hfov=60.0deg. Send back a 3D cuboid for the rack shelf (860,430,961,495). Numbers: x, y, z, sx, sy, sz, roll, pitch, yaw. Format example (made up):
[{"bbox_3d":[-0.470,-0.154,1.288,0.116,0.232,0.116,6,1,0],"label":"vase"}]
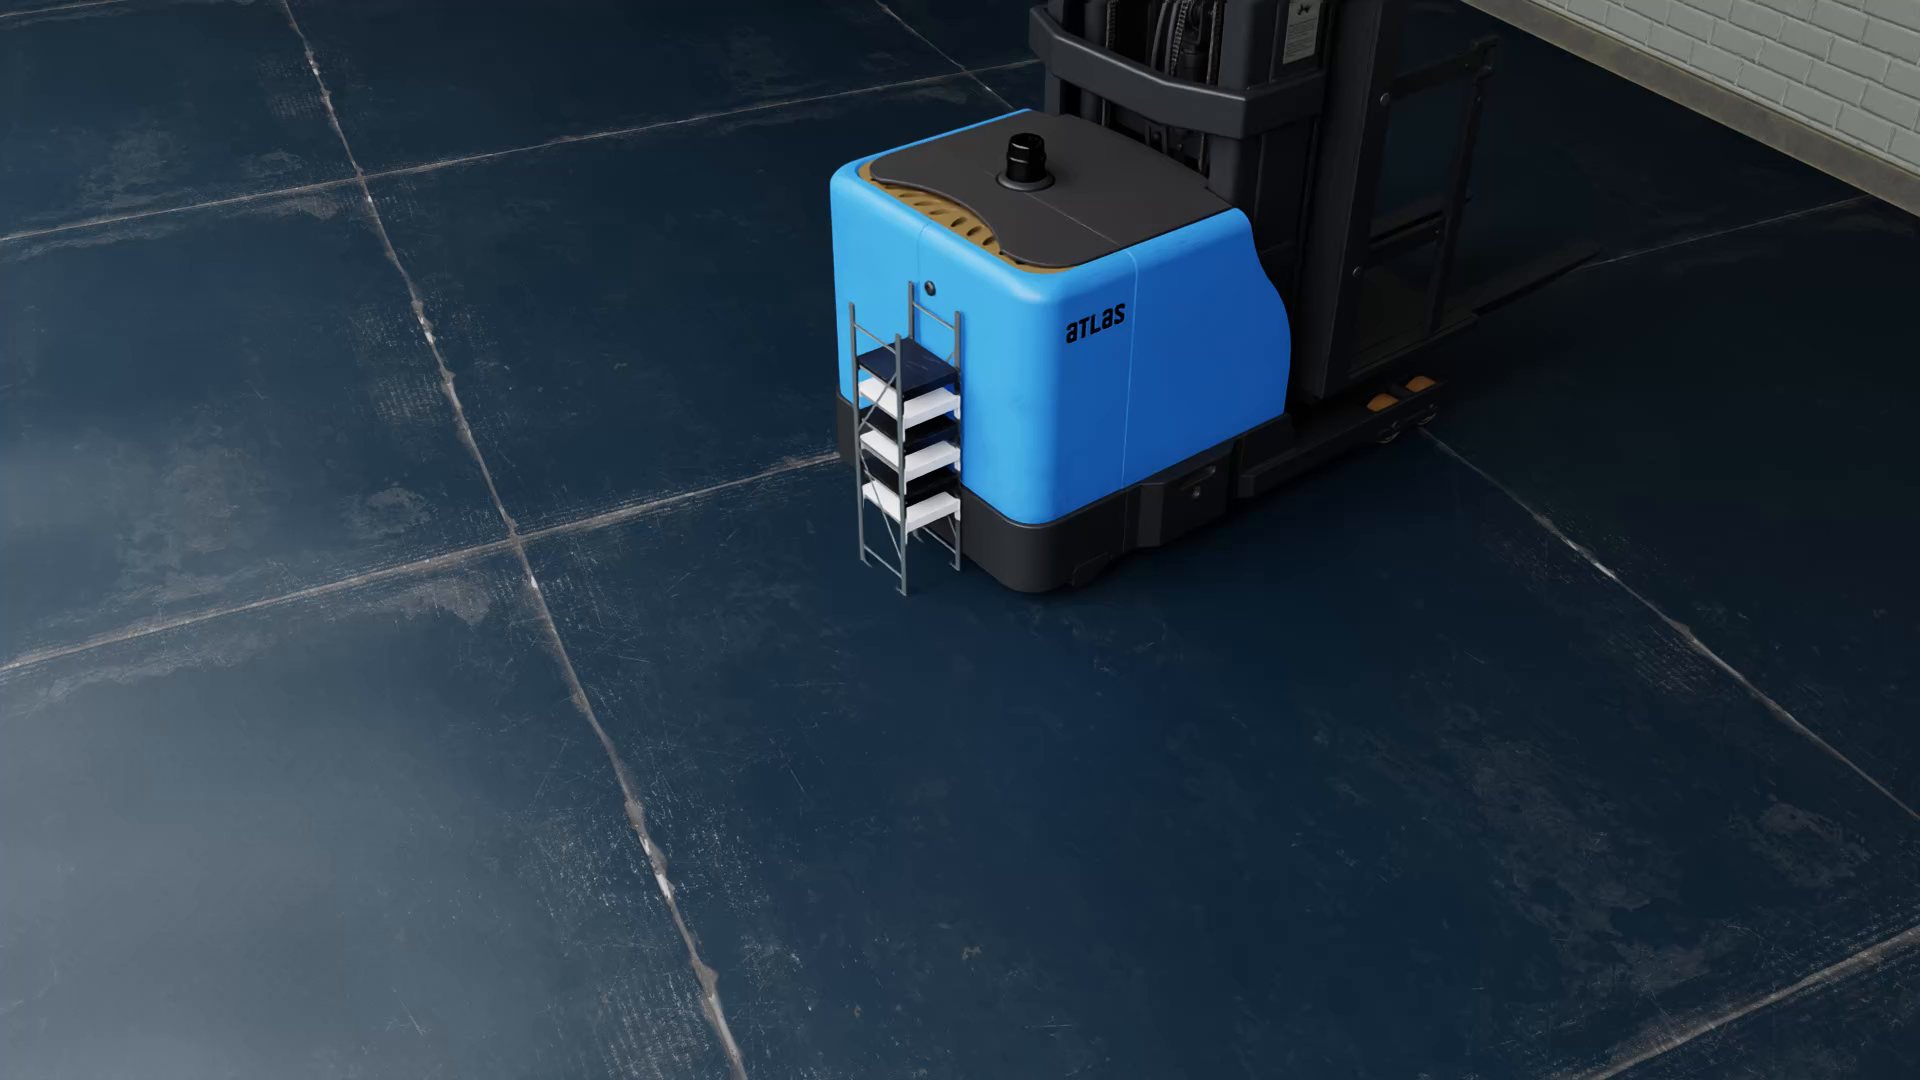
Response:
[{"bbox_3d":[-0.154,-0.256,4.896,0.200,0.077,0.258,-25,43,-29],"label":"rack shelf"}]

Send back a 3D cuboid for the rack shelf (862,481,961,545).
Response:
[{"bbox_3d":[-0.154,-0.112,5.003,0.200,0.077,0.258,-25,43,-29],"label":"rack shelf"}]

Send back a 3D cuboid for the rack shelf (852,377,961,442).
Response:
[{"bbox_3d":[-0.154,-0.401,4.789,0.200,0.077,0.258,-25,43,-29],"label":"rack shelf"}]

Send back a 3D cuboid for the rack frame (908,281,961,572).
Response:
[{"bbox_3d":[-0.073,-0.320,4.926,0.006,0.900,0.240,-25,43,-29],"label":"rack frame"}]

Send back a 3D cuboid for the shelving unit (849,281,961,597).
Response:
[{"bbox_3d":[-0.154,-0.283,4.876,0.210,0.900,0.258,-25,43,-29],"label":"shelving unit"}]

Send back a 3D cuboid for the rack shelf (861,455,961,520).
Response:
[{"bbox_3d":[-0.154,-0.184,4.950,0.200,0.077,0.258,-25,43,-29],"label":"rack shelf"}]

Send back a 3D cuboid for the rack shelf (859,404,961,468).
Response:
[{"bbox_3d":[-0.154,-0.329,4.842,0.200,0.077,0.258,-25,43,-29],"label":"rack shelf"}]

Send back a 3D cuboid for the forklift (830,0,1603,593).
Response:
[{"bbox_3d":[1.073,-1.735,5.128,3.031,2.935,1.130,-25,43,-29],"label":"forklift"}]

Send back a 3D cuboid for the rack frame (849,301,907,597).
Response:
[{"bbox_3d":[-0.234,-0.246,4.826,0.006,0.900,0.240,-25,43,-29],"label":"rack frame"}]

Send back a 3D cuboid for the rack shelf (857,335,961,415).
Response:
[{"bbox_3d":[-0.154,-0.473,4.735,0.200,0.077,0.258,-25,43,-29],"label":"rack shelf"}]
